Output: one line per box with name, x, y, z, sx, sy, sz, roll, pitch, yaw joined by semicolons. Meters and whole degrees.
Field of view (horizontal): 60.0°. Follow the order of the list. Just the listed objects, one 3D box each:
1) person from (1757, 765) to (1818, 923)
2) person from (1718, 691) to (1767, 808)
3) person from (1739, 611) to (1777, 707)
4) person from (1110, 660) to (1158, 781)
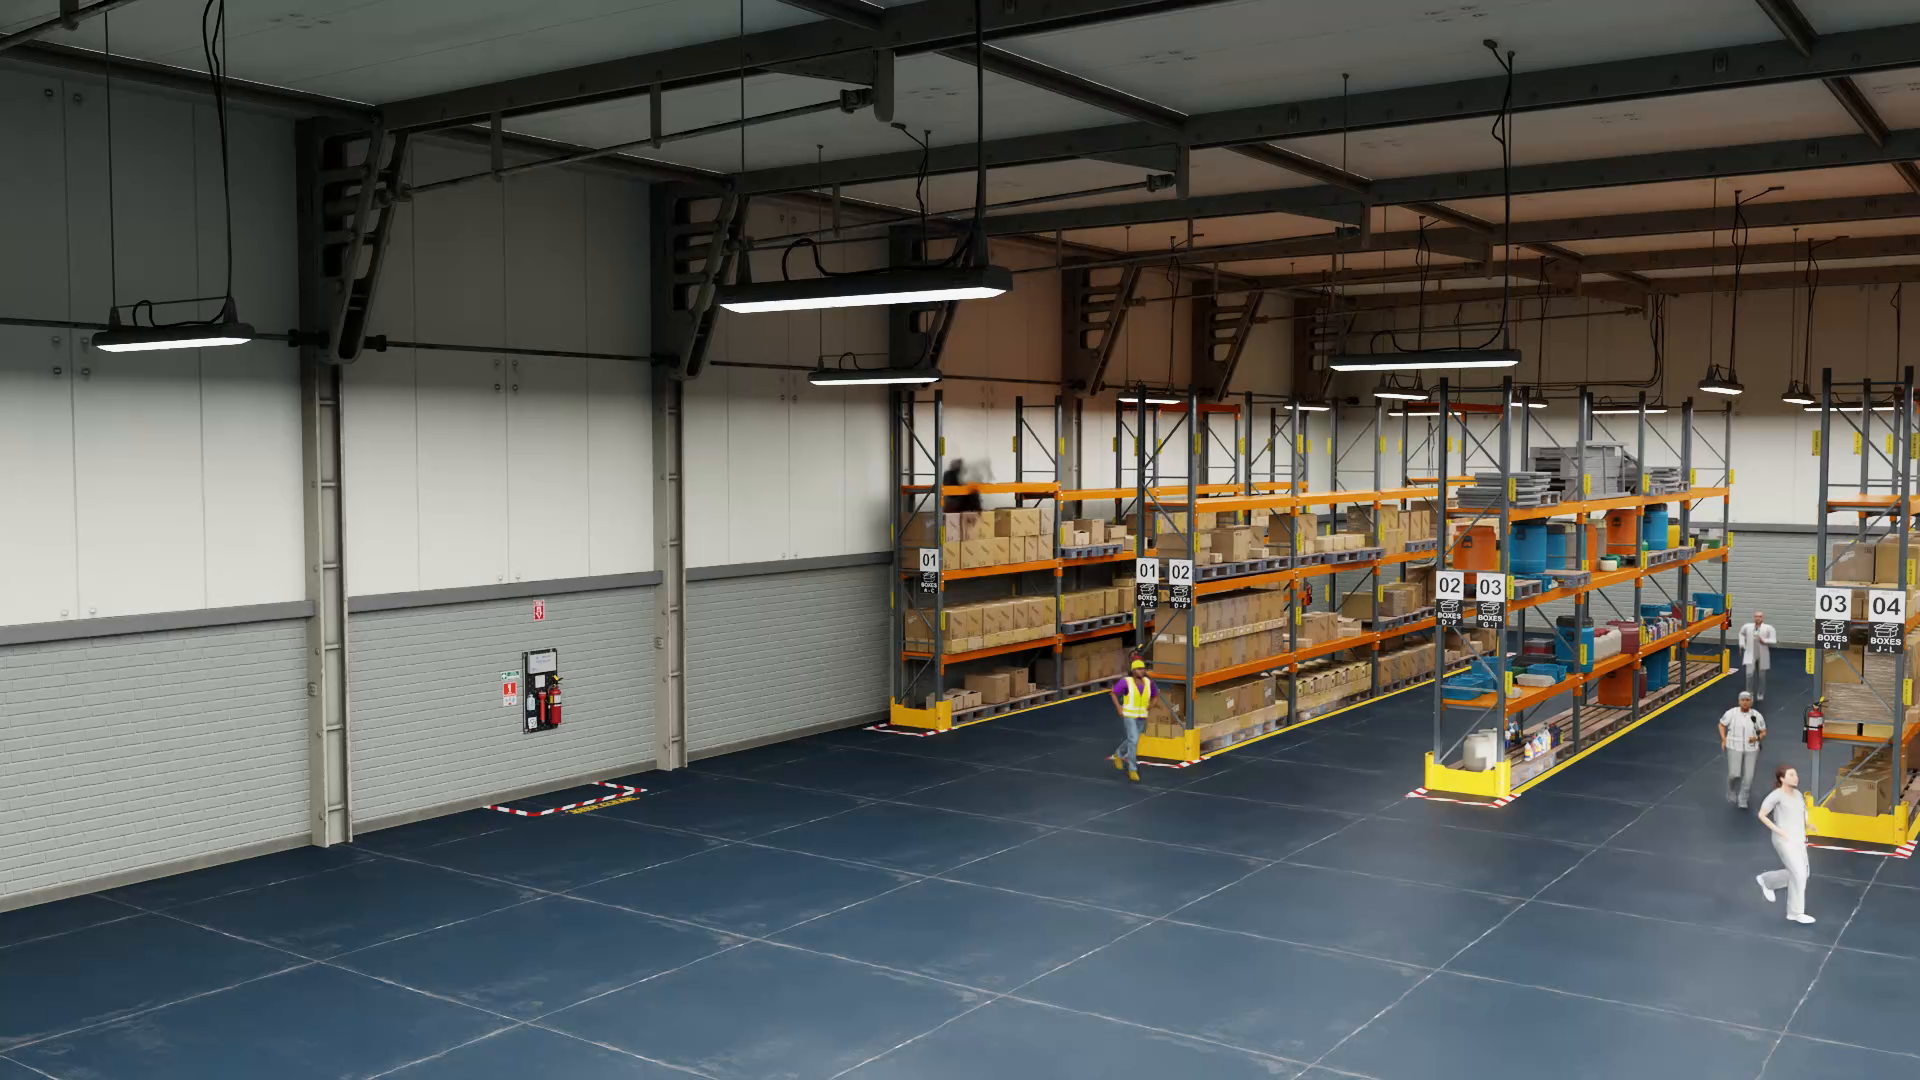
person;8.754;3.190;17.657;0.571;1.628;0.753;-1;4;-24
person;10.770;2.894;22.880;0.593;1.619;0.559;1;3;20
person;15.465;2.296;32.287;0.657;1.848;0.855;2;4;27
person;2.659;2.682;25.196;0.705;1.769;0.920;-1;4;-24
